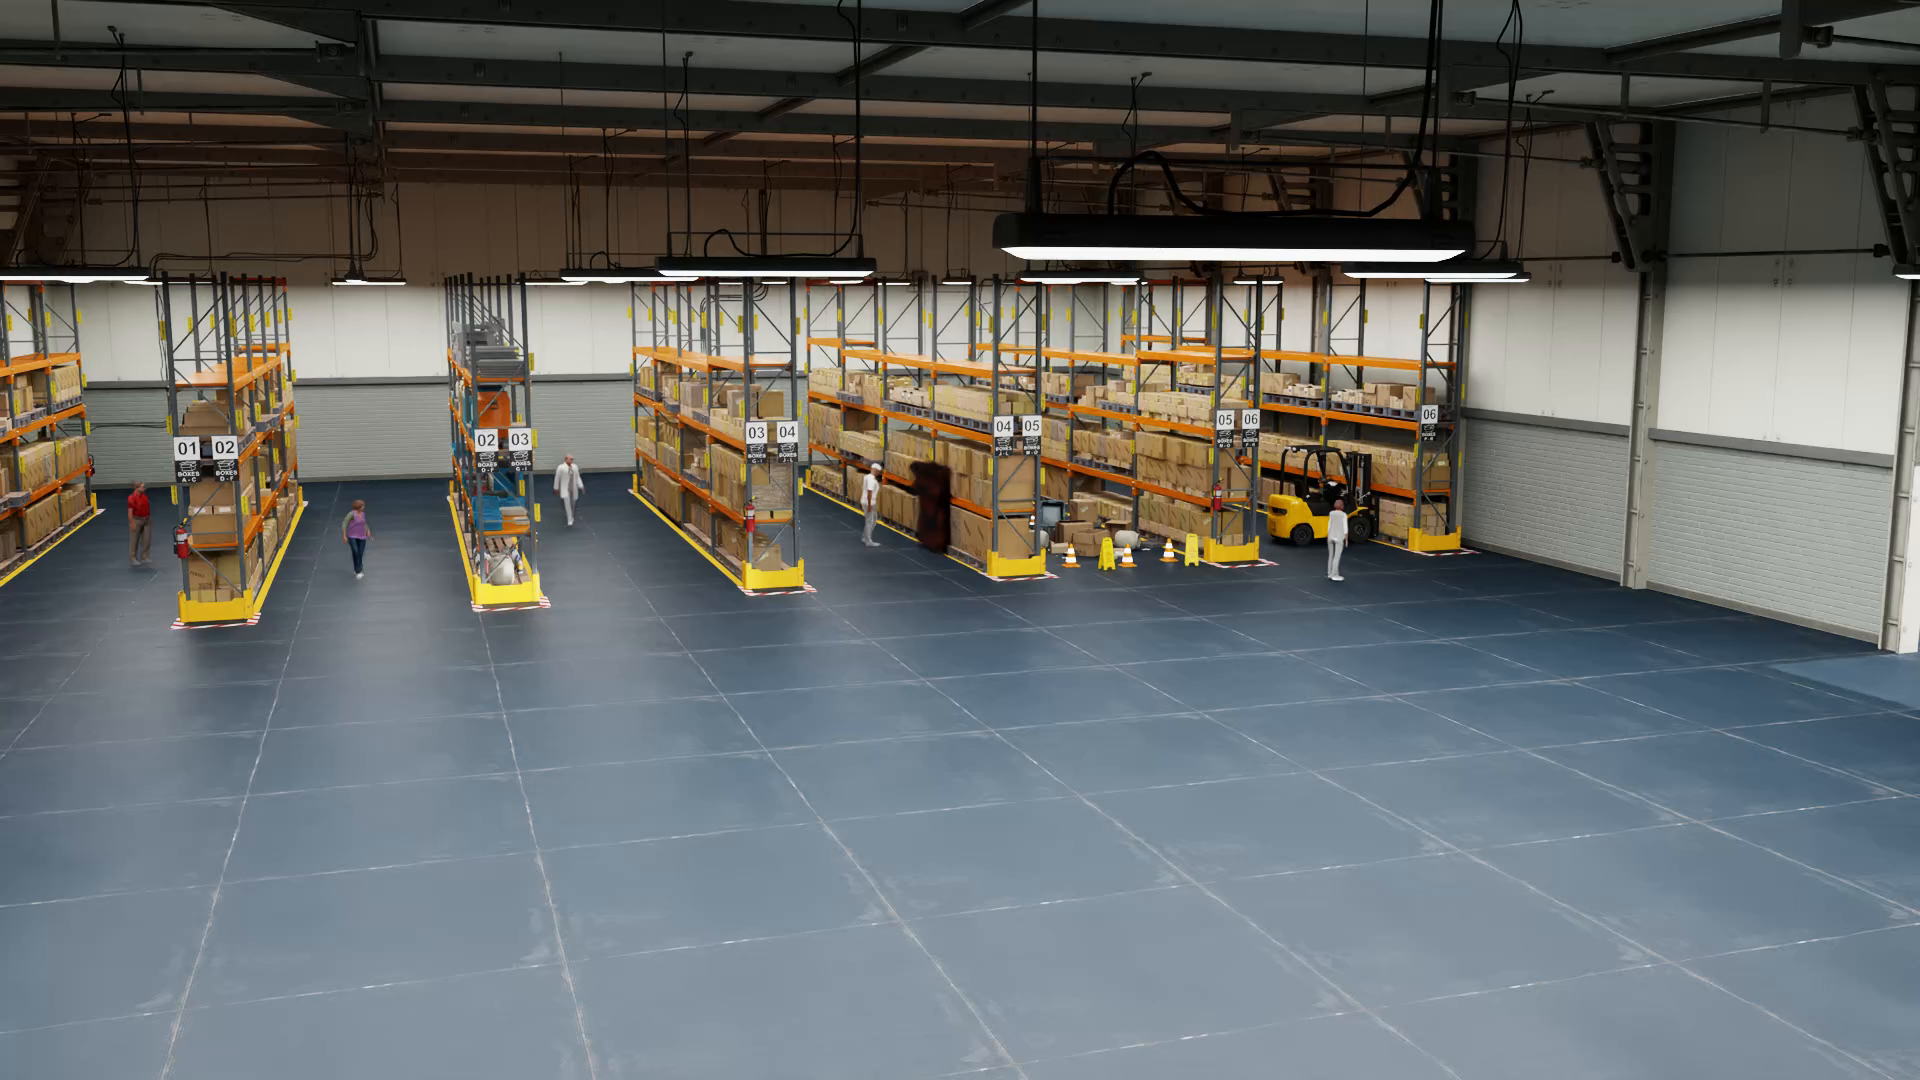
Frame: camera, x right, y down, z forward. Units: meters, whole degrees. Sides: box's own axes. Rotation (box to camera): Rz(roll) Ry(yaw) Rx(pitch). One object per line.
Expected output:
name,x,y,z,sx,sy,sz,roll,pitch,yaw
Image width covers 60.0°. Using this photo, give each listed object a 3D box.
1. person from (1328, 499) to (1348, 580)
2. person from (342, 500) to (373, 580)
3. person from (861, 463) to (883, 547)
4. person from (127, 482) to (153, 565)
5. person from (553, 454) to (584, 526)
person,7.463,-0.003,32.798,0.430,1.612,0.391,8,12,44
person,-12.026,-0.007,33.136,0.552,1.599,0.634,-5,10,-32
person,-1.893,-0.719,35.254,0.482,1.792,0.612,1,9,4
person,-17.117,-0.357,34.696,0.398,1.741,0.568,4,9,24
person,-9.500,-1.229,40.397,0.711,1.727,1.128,-4,10,-26
